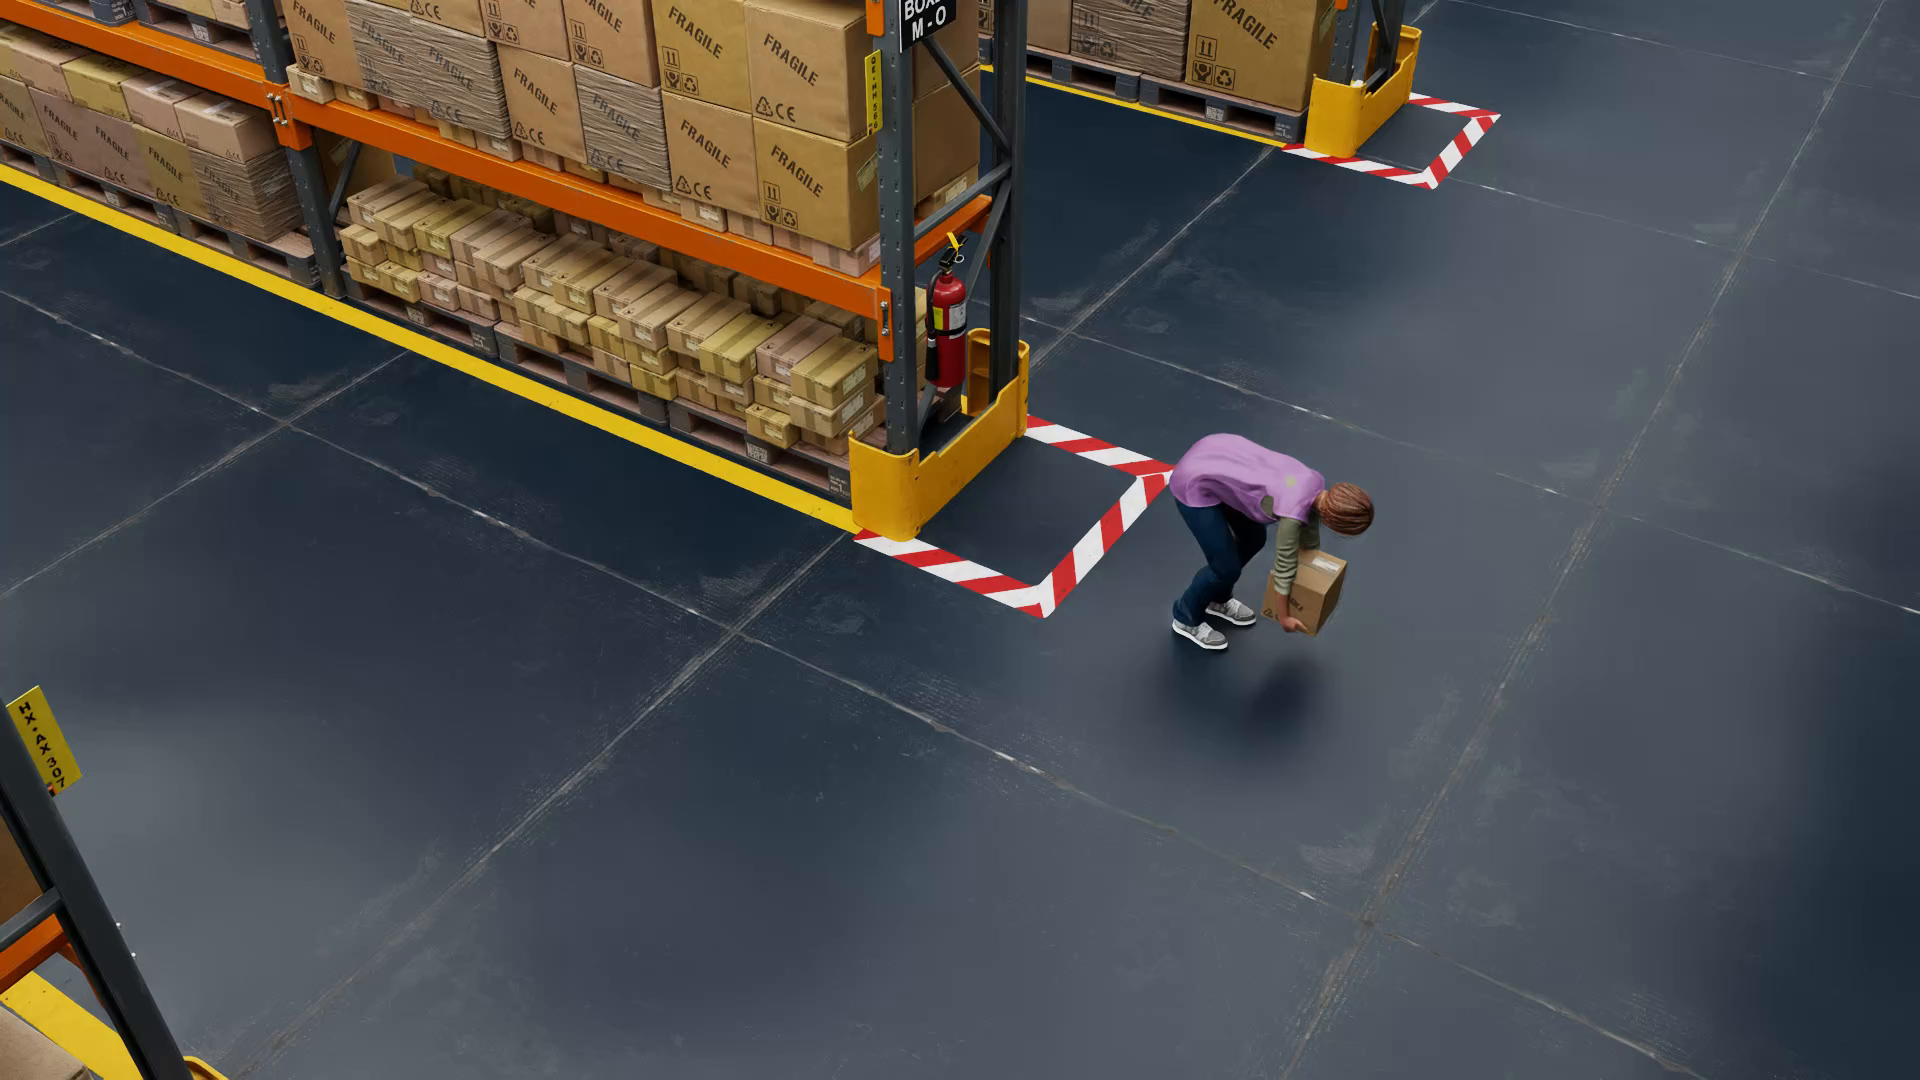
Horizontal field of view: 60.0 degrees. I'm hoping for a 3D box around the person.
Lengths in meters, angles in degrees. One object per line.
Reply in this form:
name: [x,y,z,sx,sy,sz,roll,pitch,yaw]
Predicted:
person: [1.290,0.057,7.091,0.871,1.001,0.391,20,43,23]
